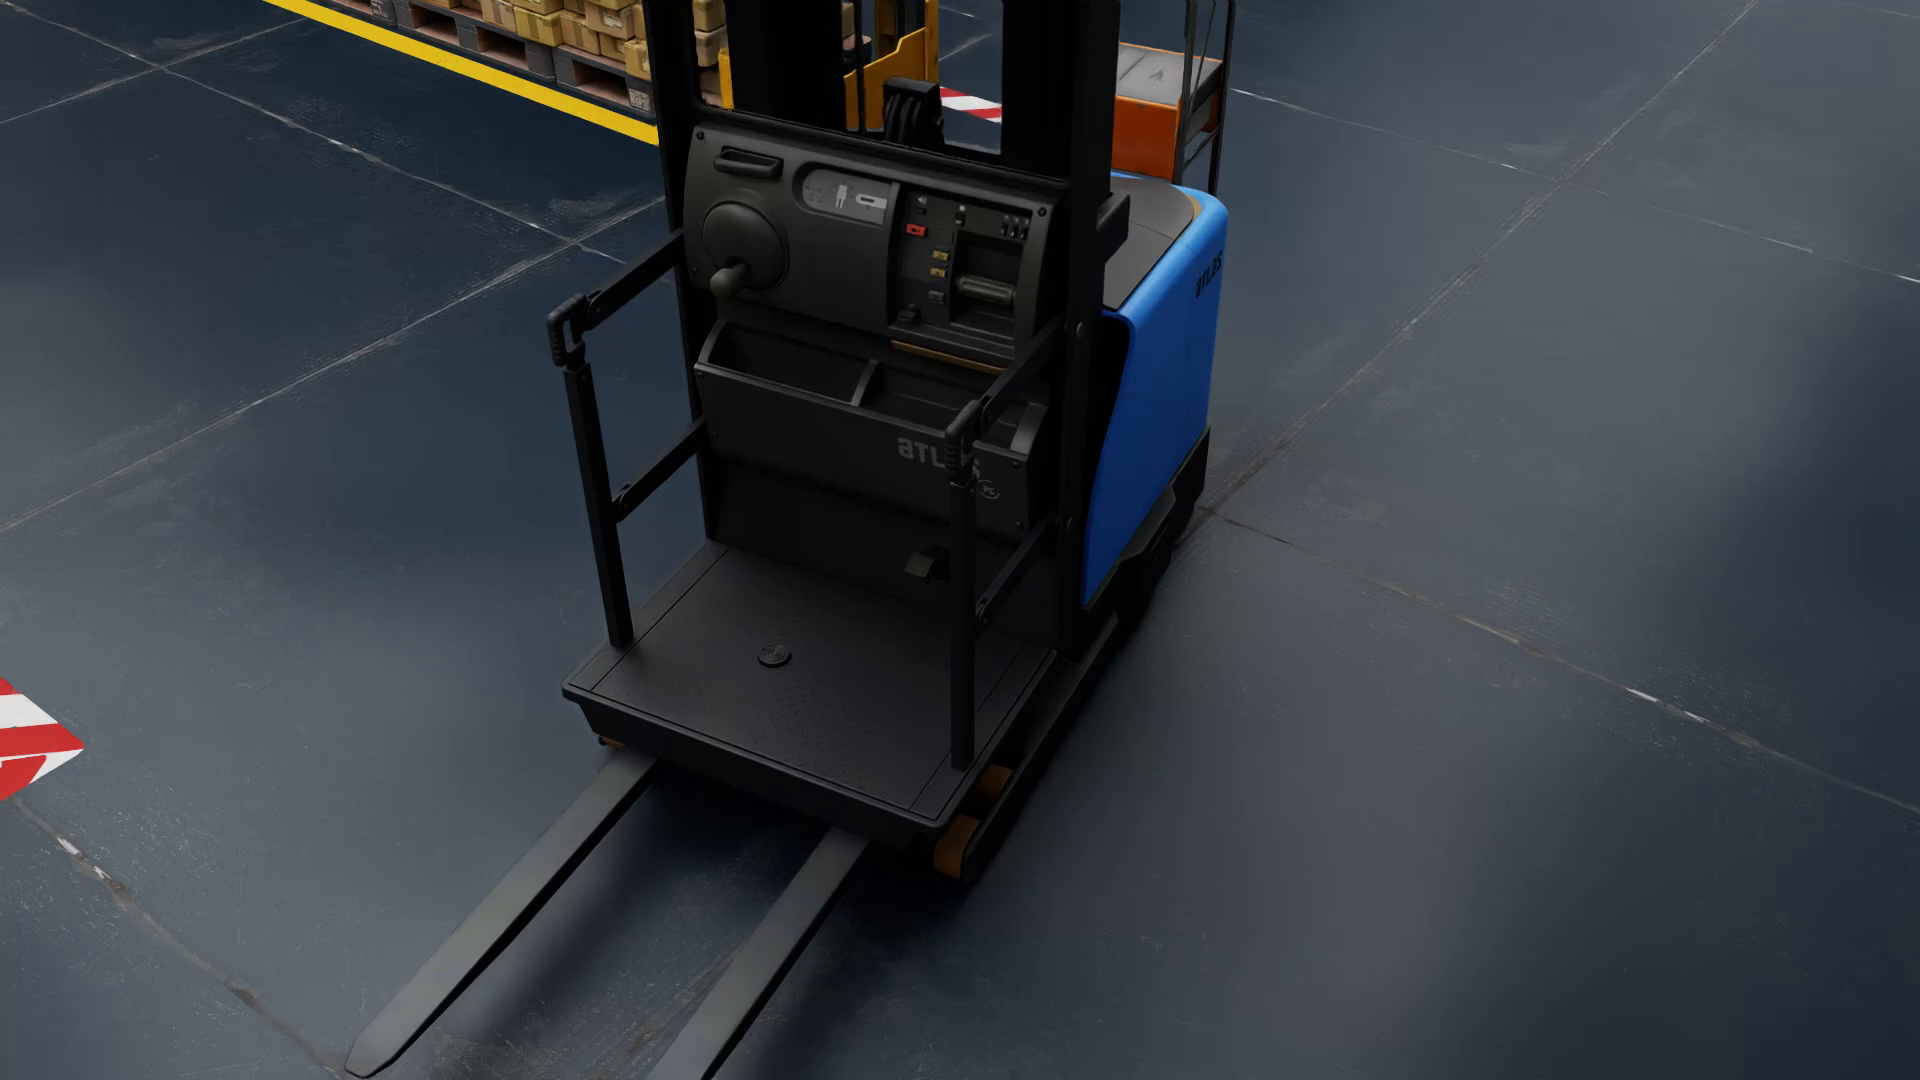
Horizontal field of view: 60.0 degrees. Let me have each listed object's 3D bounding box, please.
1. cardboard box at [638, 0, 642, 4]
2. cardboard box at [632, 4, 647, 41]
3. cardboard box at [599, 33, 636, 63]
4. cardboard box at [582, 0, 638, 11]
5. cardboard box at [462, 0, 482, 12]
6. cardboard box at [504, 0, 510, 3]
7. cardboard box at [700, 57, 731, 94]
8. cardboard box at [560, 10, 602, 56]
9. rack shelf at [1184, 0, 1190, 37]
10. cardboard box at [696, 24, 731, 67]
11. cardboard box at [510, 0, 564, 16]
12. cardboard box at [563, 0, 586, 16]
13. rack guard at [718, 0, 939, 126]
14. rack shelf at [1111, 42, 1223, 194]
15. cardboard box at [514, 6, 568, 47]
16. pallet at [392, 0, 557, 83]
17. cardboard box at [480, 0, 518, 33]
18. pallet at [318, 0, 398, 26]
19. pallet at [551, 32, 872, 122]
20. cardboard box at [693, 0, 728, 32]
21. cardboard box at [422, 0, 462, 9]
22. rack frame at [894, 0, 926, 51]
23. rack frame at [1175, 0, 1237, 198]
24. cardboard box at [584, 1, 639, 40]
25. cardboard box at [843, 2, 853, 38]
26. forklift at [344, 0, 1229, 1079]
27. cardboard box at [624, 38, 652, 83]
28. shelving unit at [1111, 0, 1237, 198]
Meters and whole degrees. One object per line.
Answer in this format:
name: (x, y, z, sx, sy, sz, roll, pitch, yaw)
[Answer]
cardboard box: (-1.245, -2.530, 7.537, 0.250, 0.149, 0.380, 26, 45, 29)
cardboard box: (-1.273, -2.398, 7.611, 0.250, 0.149, 0.380, 24, 44, 28)
cardboard box: (-1.474, -2.382, 7.831, 0.250, 0.149, 0.380, 25, 44, 28)
cardboard box: (-1.528, -2.565, 7.582, 0.250, 0.149, 0.380, 24, 44, 28)
cardboard box: (-2.279, -2.777, 8.335, 0.250, 0.149, 0.380, 27, 45, 30)
cardboard box: (-2.124, -2.761, 8.073, 0.250, 0.149, 0.380, 28, 46, 31)
cardboard box: (-1.051, -2.194, 7.591, 0.250, 0.149, 0.380, 26, 45, 29)
cardboard box: (-1.678, -2.468, 7.941, 0.250, 0.149, 0.380, 26, 45, 29)
rack shelf: (0.510, -1.790, 4.719, 0.480, 0.518, 0.431, 17, 41, 20)
cardboard box: (-1.098, -2.274, 7.452, 0.250, 0.149, 0.380, 24, 44, 27)
cardboard box: (-1.931, -2.656, 7.939, 0.250, 0.149, 0.380, 26, 45, 29)
cardboard box: (-1.663, -2.619, 7.893, 0.250, 0.149, 0.380, 25, 44, 28)
rack guard: (-0.566, -2.101, 7.527, 0.348, 0.500, 1.175, 25, 45, 29)
rack shelf: (0.510, -1.238, 5.151, 0.480, 0.518, 0.431, 17, 41, 20)
cardboard box: (-1.919, -2.533, 8.024, 0.250, 0.149, 0.380, 23, 44, 27)
pallet: (-2.155, -2.766, 8.611, 1.213, 0.211, 1.003, 25, 45, 29)
cardboard box: (-2.123, -2.645, 8.167, 0.250, 0.149, 0.380, 26, 45, 29)
pallet: (-3.128, -3.222, 9.194, 1.213, 0.211, 1.003, 25, 45, 29)
pallet: (-1.190, -2.308, 8.027, 1.213, 0.211, 1.003, 25, 45, 29)
cardboard box: (-1.080, -2.408, 7.381, 0.250, 0.149, 0.380, 26, 45, 29)
cardboard box: (-2.534, -2.837, 8.413, 0.250, 0.149, 0.380, 24, 44, 27)
rack frame: (-0.506, -3.056, 6.720, 0.127, 3.000, 1.000, 25, 45, 29)
rack frame: (0.729, -1.182, 5.057, 0.015, 2.100, 0.400, 17, 41, 20)
cardboard box: (-1.512, -2.468, 7.700, 0.250, 0.149, 0.380, 23, 44, 27)
cardboard box: (-0.727, -2.452, 7.921, 0.250, 0.149, 0.380, 26, 45, 29)
forklift: (-0.320, -0.618, 3.662, 1.130, 2.935, 3.031, 17, 41, 20)
cardboard box: (-1.316, -2.241, 7.651, 0.250, 0.149, 0.380, 27, 45, 30)
shelving unit: (0.510, -1.249, 5.142, 0.503, 2.100, 0.431, 17, 41, 20)
